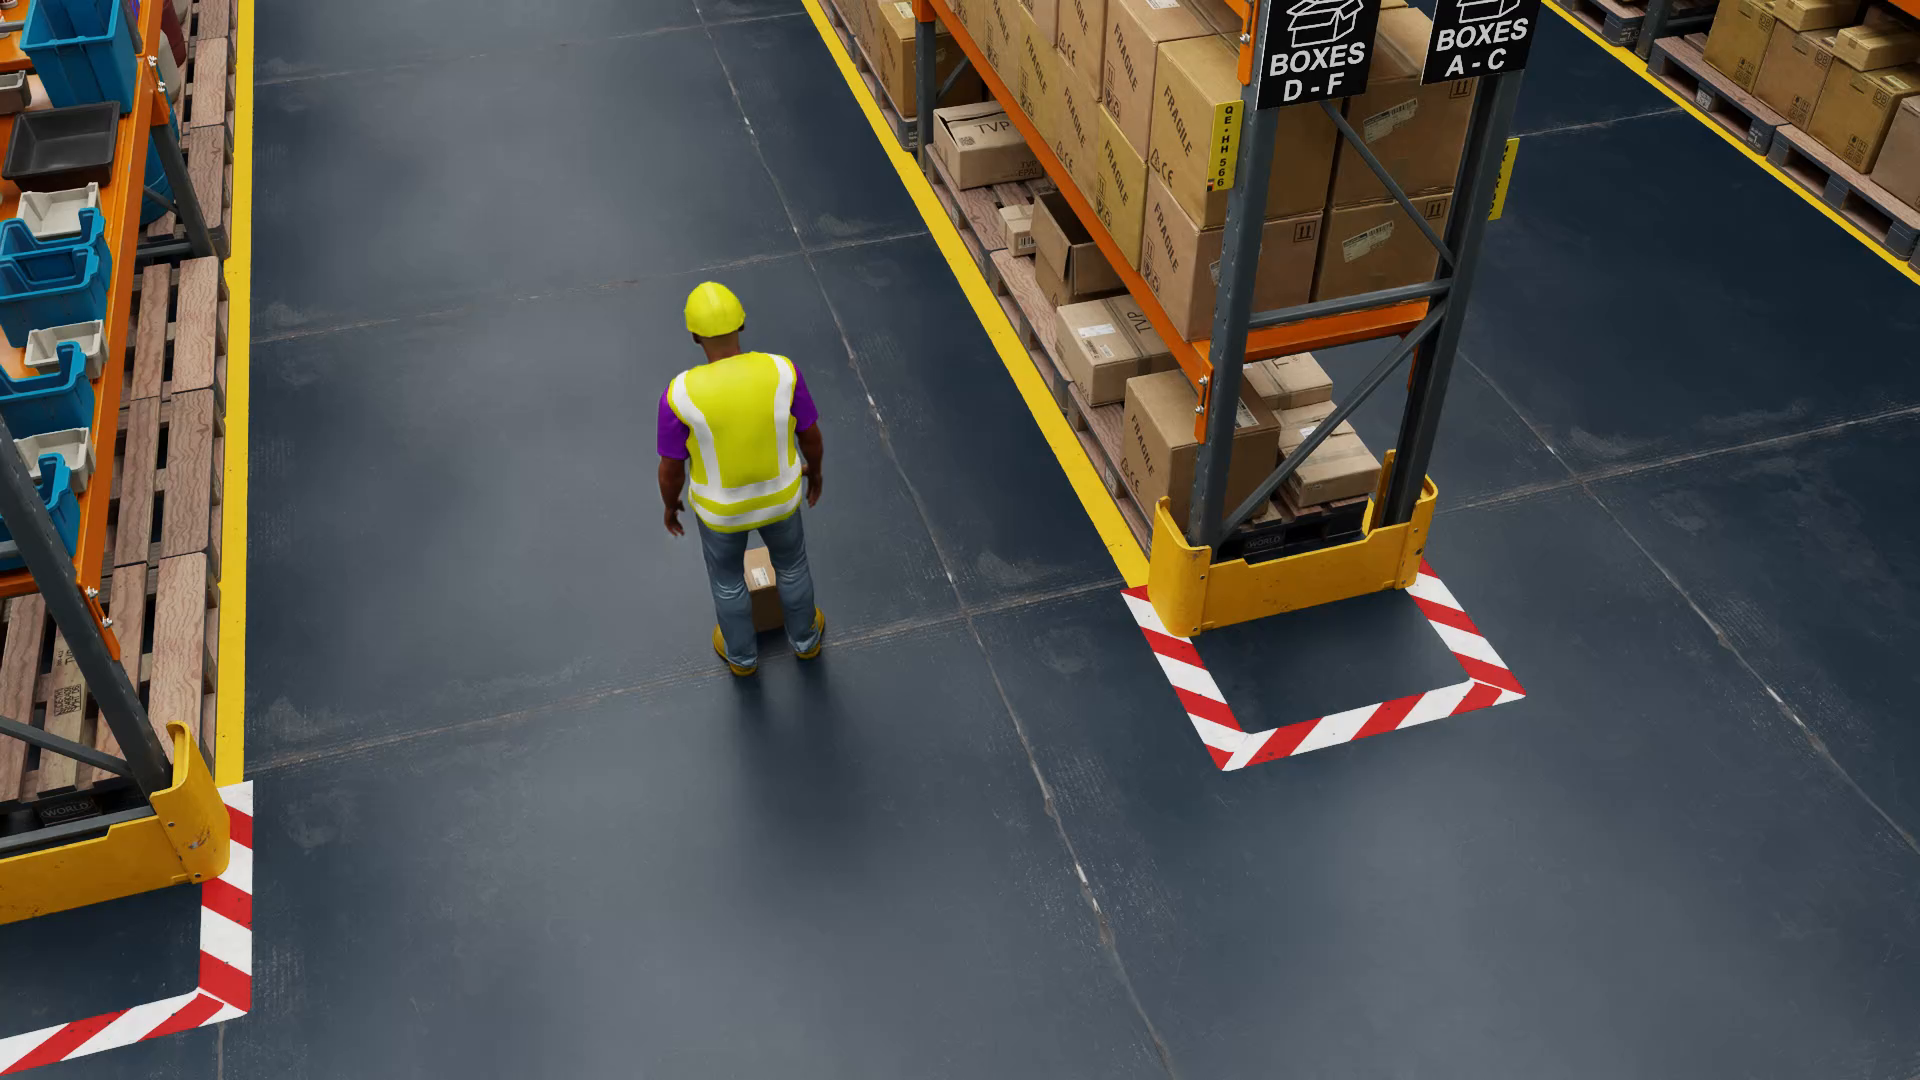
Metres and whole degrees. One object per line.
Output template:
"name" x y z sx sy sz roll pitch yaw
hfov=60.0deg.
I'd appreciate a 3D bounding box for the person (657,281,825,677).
"person" -0.826 -0.195 6.365 0.637 1.757 0.460 -13 44 -14
